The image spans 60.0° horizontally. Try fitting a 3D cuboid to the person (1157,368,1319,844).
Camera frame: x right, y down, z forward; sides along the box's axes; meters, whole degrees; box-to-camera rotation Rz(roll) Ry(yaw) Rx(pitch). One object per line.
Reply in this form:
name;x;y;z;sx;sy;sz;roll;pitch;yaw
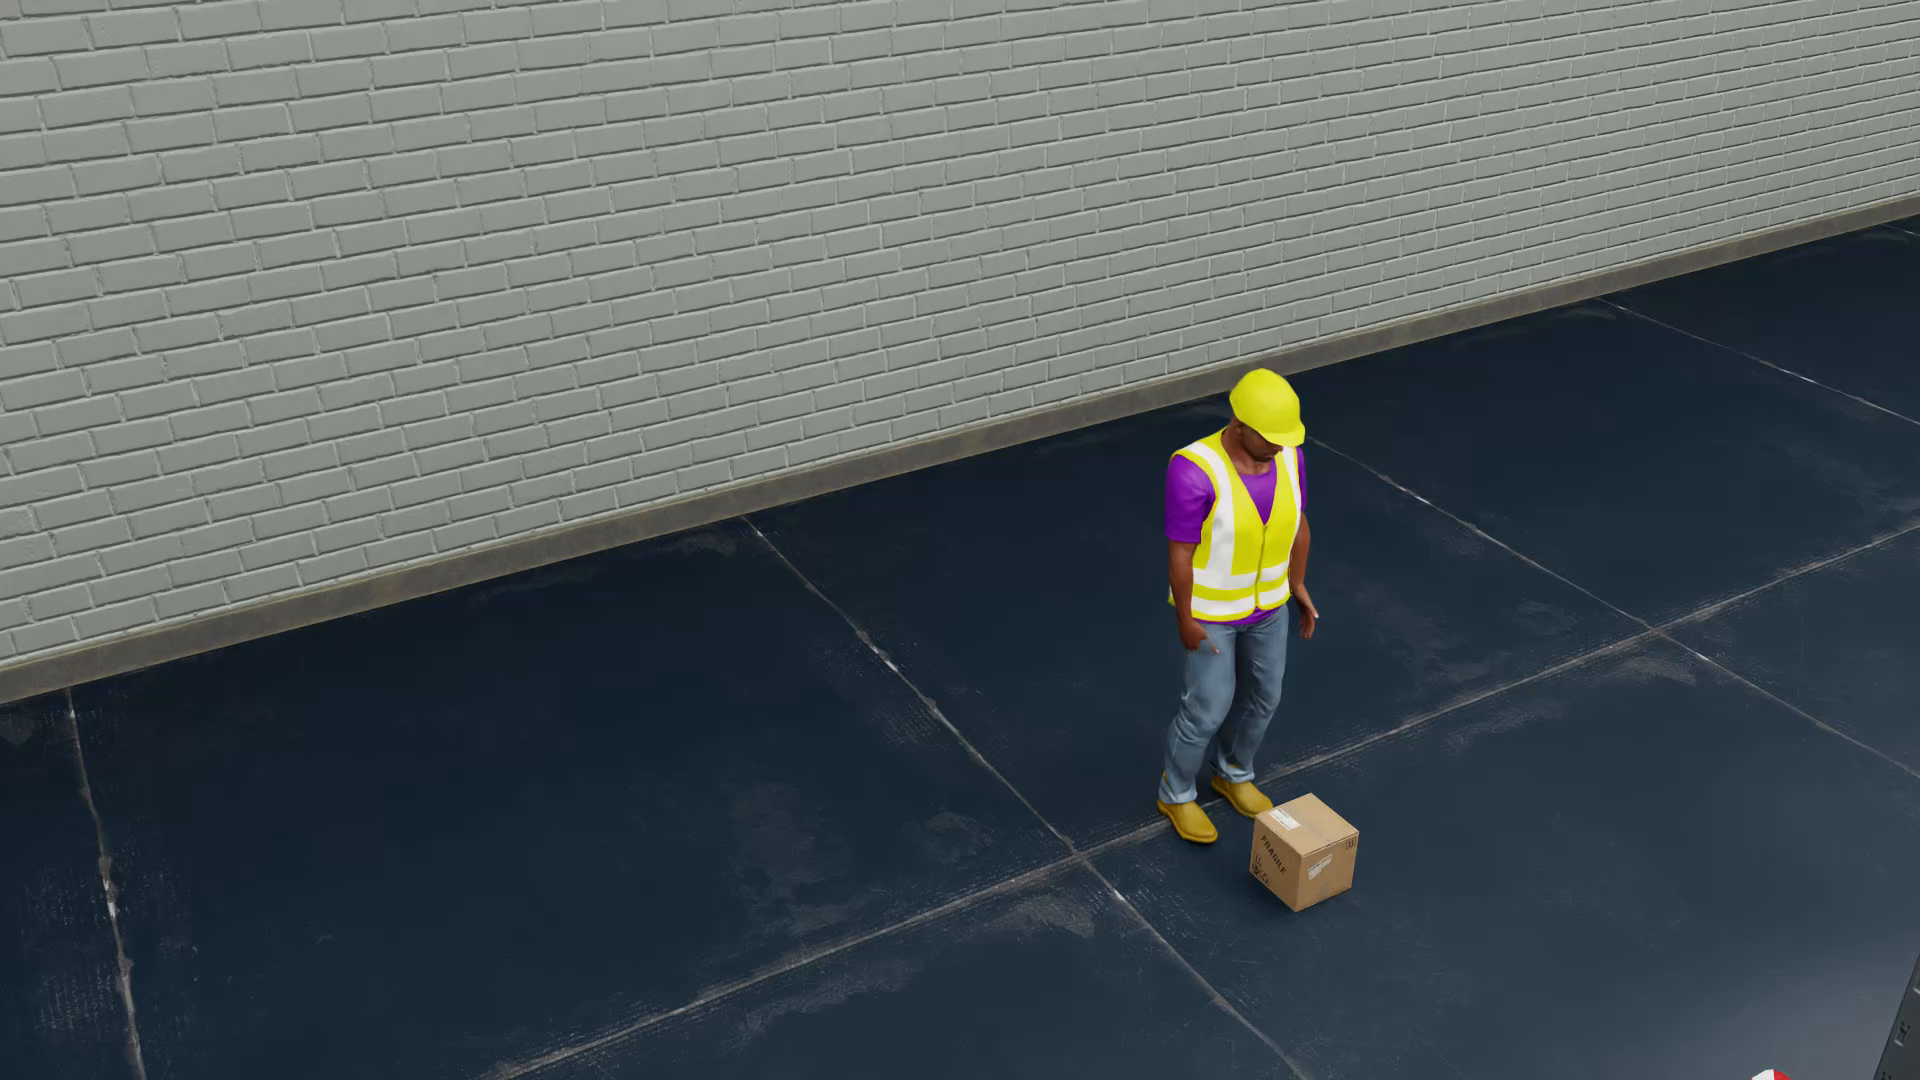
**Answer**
person;0.953;0.221;5.716;0.573;1.754;0.384;-15;32;-25
